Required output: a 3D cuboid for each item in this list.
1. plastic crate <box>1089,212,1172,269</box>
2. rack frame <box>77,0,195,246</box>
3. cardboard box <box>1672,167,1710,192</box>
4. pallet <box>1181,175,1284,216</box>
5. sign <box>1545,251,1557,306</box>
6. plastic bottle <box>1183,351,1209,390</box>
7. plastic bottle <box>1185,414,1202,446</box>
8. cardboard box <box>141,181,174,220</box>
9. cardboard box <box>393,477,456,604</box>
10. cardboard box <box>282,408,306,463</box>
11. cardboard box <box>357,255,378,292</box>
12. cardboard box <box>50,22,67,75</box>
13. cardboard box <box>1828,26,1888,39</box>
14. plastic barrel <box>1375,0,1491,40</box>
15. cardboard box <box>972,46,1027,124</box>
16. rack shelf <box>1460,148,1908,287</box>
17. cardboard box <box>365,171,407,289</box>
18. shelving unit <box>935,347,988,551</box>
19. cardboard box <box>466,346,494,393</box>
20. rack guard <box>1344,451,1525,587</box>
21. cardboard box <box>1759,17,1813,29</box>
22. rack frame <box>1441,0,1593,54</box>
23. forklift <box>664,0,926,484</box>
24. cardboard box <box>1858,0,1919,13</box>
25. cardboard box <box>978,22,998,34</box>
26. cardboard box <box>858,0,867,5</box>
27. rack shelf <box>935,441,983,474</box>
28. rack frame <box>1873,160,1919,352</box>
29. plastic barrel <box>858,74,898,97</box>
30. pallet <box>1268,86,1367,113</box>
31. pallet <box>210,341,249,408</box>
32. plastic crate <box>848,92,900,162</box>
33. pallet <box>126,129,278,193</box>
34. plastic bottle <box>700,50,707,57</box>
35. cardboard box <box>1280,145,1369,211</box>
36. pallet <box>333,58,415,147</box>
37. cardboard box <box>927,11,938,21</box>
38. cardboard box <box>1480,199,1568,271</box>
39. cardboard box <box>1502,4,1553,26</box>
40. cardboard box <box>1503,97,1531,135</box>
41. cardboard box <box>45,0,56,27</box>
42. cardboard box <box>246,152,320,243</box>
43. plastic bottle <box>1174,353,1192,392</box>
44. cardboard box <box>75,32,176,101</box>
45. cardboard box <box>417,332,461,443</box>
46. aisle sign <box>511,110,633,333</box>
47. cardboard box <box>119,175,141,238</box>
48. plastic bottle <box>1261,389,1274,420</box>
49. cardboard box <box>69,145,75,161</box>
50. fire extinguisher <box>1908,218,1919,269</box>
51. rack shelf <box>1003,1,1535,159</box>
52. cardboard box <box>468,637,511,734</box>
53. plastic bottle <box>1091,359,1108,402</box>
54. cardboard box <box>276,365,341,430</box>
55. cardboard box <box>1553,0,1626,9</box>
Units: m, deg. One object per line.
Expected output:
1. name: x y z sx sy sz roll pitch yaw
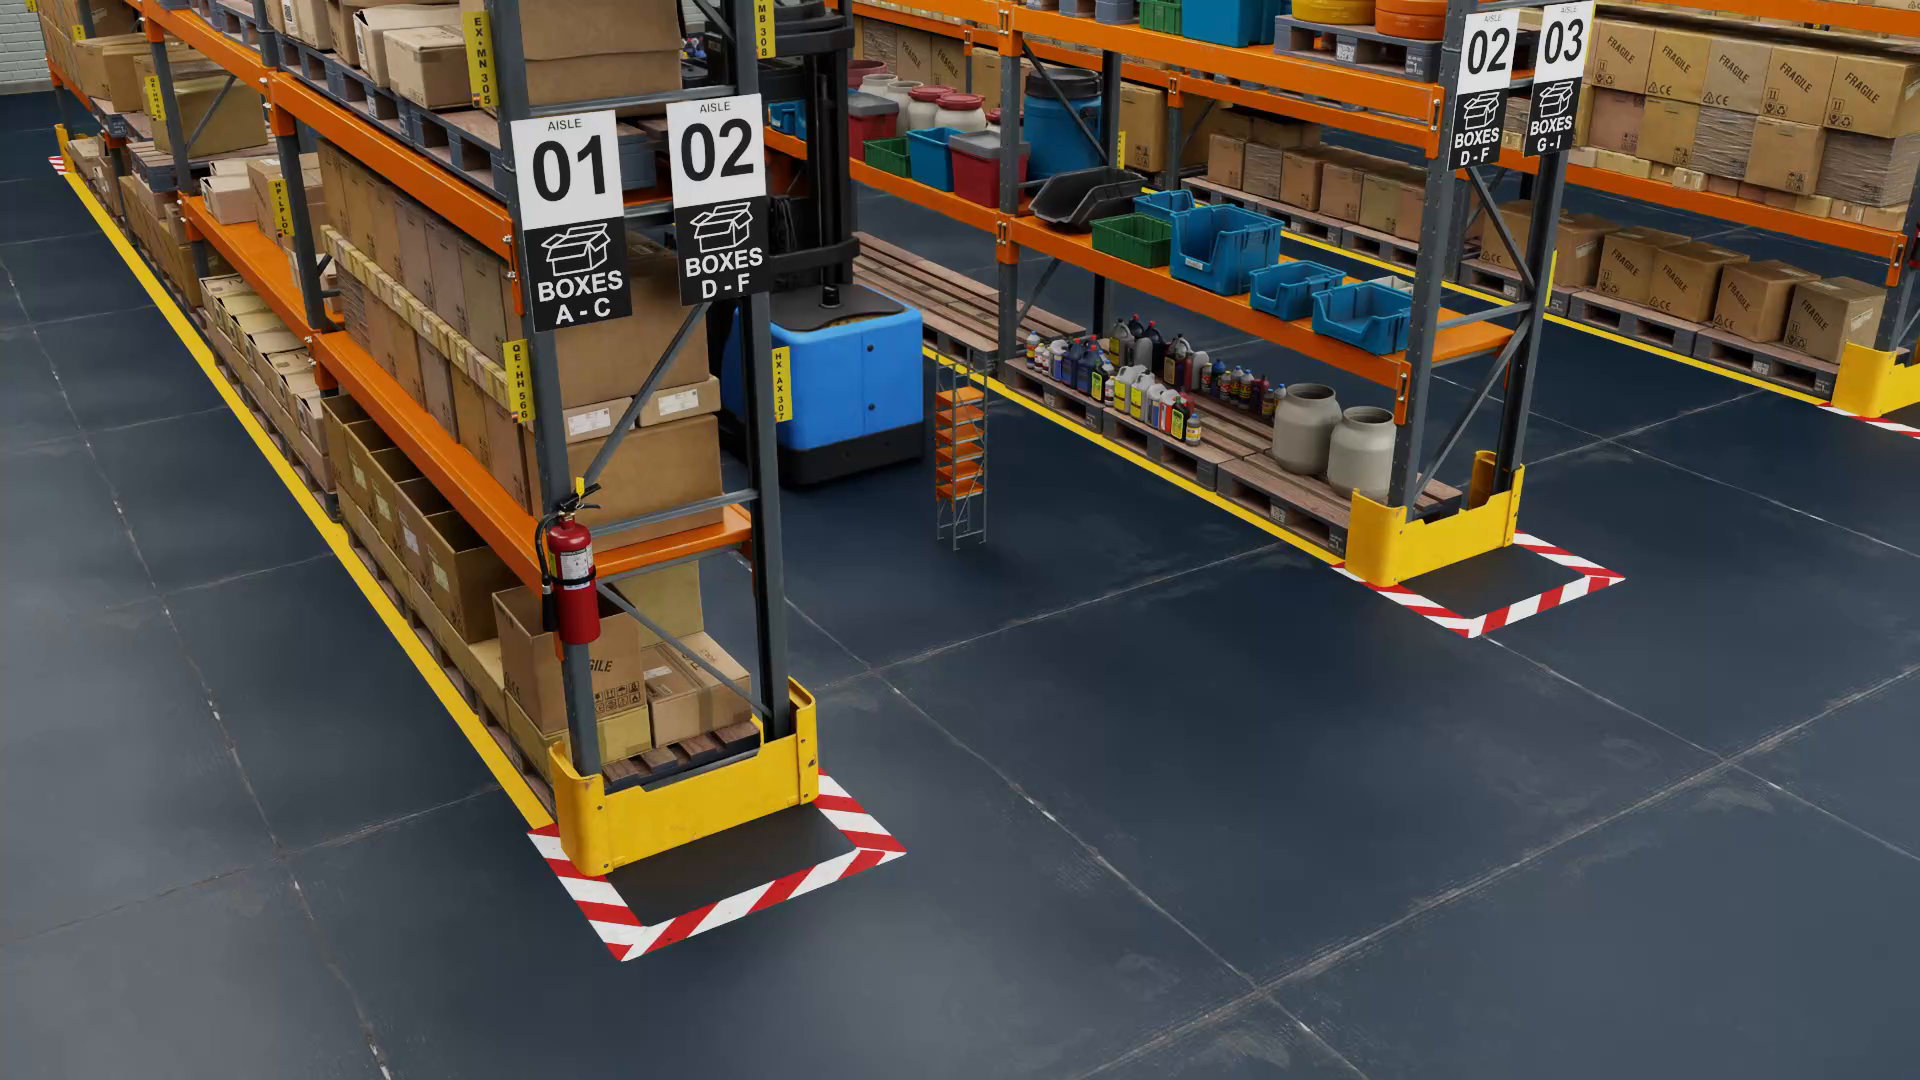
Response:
1. plastic crate: 1.246 -2.035 11.296 0.450 0.188 0.662 -16 29 -30
2. rack frame: -7.778 -4.391 16.038 1.000 3.000 0.127 -16 29 -30
3. cardboard box: 5.839 -2.858 13.085 0.380 0.149 0.250 -16 29 -30
4. pallet: 3.133 -3.727 17.897 1.003 0.211 1.213 -16 29 -30
5. sign: 3.388 -1.504 9.597 0.100 0.325 0.005 -16 29 -30
6. plastic bottle: 1.701 -1.243 12.045 0.152 0.276 0.135 -15 29 -29
7. plastic bottle: 1.555 -0.740 11.066 0.097 0.201 0.097 0 25 0
8. cardboard box: -6.898 -3.032 14.693 0.500 0.250 0.500 -16 30 -31
9. cardboard box: -2.599 -0.040 8.672 0.500 0.500 0.500 -16 29 -30
10. cardboard box: -4.155 -0.738 11.029 0.500 0.250 0.500 -16 30 -30
11. cardboard box: -3.003 -1.452 8.934 0.380 0.149 0.250 -16 30 -30
12. cardboard box: -9.383 -5.283 17.810 0.500 0.500 0.500 -16 29 -30
13. cardboard box: 9.275 -5.373 16.677 0.875 0.550 0.550 -16 29 -30
14. plastic barrel: 2.553 -3.137 8.872 0.600 0.830 0.708 -16 29 -30
15. cardboard box: 0.890 -5.703 20.814 1.225 0.875 0.875 -15 29 -29
16. rack shelf: 5.983 -2.796 13.502 1.077 0.370 4.000 -16 29 -30
17. cardboard box: -2.614 -1.644 8.583 0.700 0.500 0.500 -16 29 -30
18. shelving unit: 0.008 -0.537 9.983 0.258 1.200 0.189 -16 29 -30
19. cardboard box: -2.015 -0.805 7.564 0.380 0.149 0.250 -15 29 -29
20. rack guard: 2.844 -0.138 9.956 1.175 0.500 0.348 -16 29 -30
21. cardboard box: 8.826 -5.630 17.374 0.700 0.500 0.500 -16 30 -30
22. rack frame: 2.925 -3.965 8.107 1.000 3.000 0.127 -16 29 -30
23. forklift: -1.473 -2.265 11.614 1.130 2.935 3.031 -16 30 -30
24. cardboard box: 6.599 -3.808 11.465 0.500 0.250 0.500 -15 29 -28
25. cardboard box: 0.566 -6.521 20.432 0.500 0.500 0.500 -15 29 -29
26. cardboard box: -1.180 -7.444 22.800 0.380 0.149 0.250 -16 30 -31
27. rack shelf: 0.008 -0.497 10.002 0.258 0.103 0.180 -16 29 -30
28. rack frame: 7.075 -2.406 11.833 1.000 3.000 0.127 -16 29 -30
29. plastic barrel: -0.702 -3.846 14.751 0.421 0.512 0.421 0 25 0
30. pallet: 3.822 -4.482 16.456 1.003 0.211 1.213 -16 29 -30
31. pallet: -5.178 -1.396 12.959 1.003 0.211 1.213 -16 29 -30
32. plastic crate: -0.817 -3.493 14.060 0.402 0.464 0.583 -16 29 -30
33. pallet: -6.023 -3.099 13.527 1.213 0.211 1.003 -16 29 -30
34. plastic bottle: -2.686 -5.025 17.532 0.097 0.271 0.097 0 25 0
35. cardboard box: 3.719 -3.704 16.996 0.700 0.500 0.500 -13 28 -25
36. pallet: -2.262 -2.111 7.798 1.003 0.211 1.213 -16 29 -30
37. cardboard box: -0.198 -6.801 21.437 0.380 0.149 0.250 -16 30 -30
38. cardboard box: 5.076 -2.744 14.985 0.500 0.500 0.500 -17 30 -31
39. cardboard box: 4.924 -4.248 14.099 0.500 0.500 0.500 -16 29 -30
40. cardboard box: 5.085 -3.841 14.407 0.875 0.500 0.500 -16 29 -30
41. cardboard box: -9.380 -5.733 17.593 0.500 0.500 0.500 -15 29 -29
42. cardboard box: -4.665 -2.409 11.722 0.500 0.500 0.500 -17 30 -32
43. plastic bottle: 1.612 -1.222 11.991 0.061 0.283 0.133 -16 29 -30
44. cardboard box: -7.707 -4.404 15.457 0.500 0.500 0.700 18 31 33
45. cardboard box: -2.319 -0.867 8.456 0.700 0.500 0.500 -15 29 -28
46. aisle sign: -1.438 -1.182 6.196 0.394 0.787 0.004 -16 29 -30
47. cardboard box: -7.718 -3.230 15.990 0.500 0.500 0.500 -17 30 -32
48. plastic bottle: 2.140 -0.943 11.497 0.097 0.201 0.097 0 25 0
49. cardboard box: -9.885 -4.420 18.903 0.380 0.166 0.250 -16 29 -30
50. fire extinguisher: 6.751 -2.223 11.535 0.296 0.674 0.183 -16 29 -30
51. rack shelf: 1.833 -2.998 10.416 1.077 0.370 4.000 -16 29 -30
52. cardboard box: -2.051 0.656 8.076 0.500 0.250 0.500 -16 29 -30
53. plastic bottle: 0.993 -1.131 11.799 0.061 0.283 0.133 -14 29 -27
54. cardboard box: -4.161 -0.992 10.910 0.500 0.311 0.500 -15 29 -28
55. cardboard box: 5.367 -4.372 14.360 0.500 0.500 0.500 -16 29 -30
